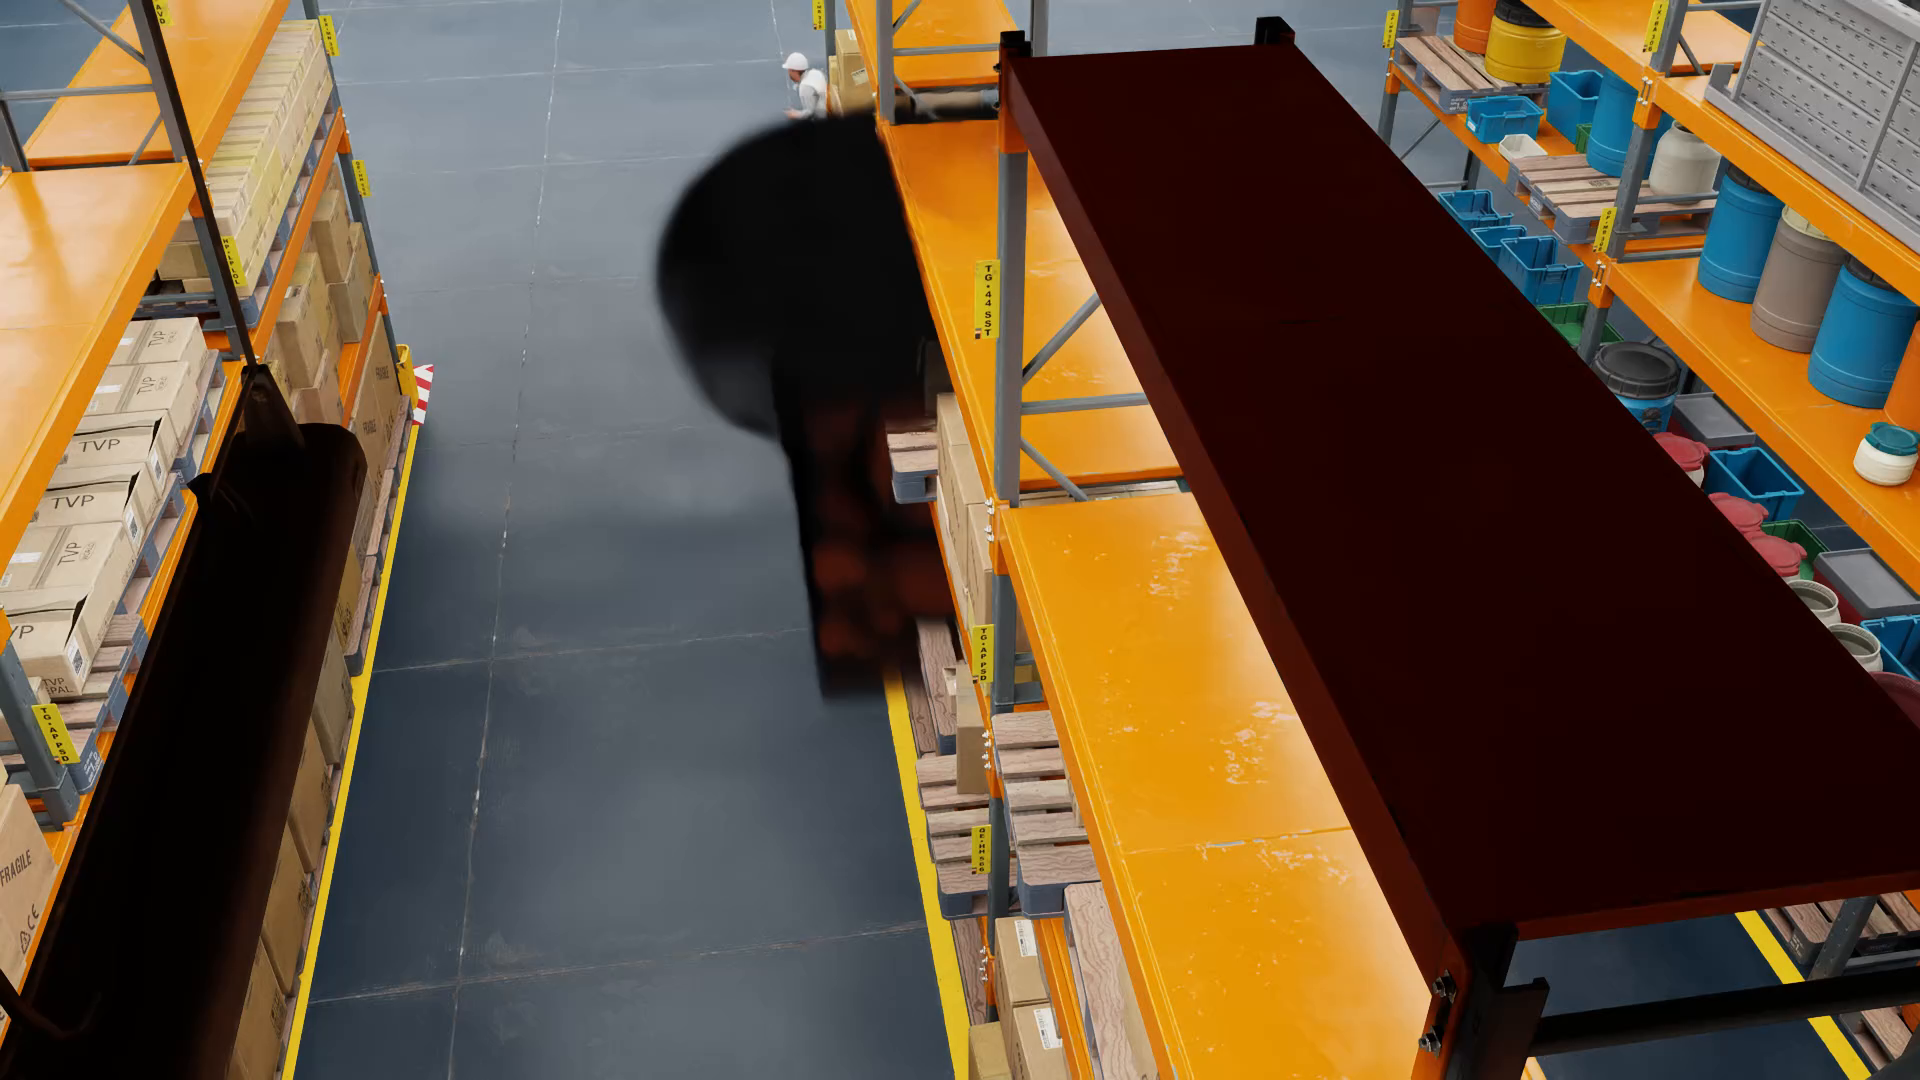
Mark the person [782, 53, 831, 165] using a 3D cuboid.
[{"bbox_3d":[-1.512,-4.588,18.355,0.851,1.595,0.685,6,37,8],"label":"person"}]
